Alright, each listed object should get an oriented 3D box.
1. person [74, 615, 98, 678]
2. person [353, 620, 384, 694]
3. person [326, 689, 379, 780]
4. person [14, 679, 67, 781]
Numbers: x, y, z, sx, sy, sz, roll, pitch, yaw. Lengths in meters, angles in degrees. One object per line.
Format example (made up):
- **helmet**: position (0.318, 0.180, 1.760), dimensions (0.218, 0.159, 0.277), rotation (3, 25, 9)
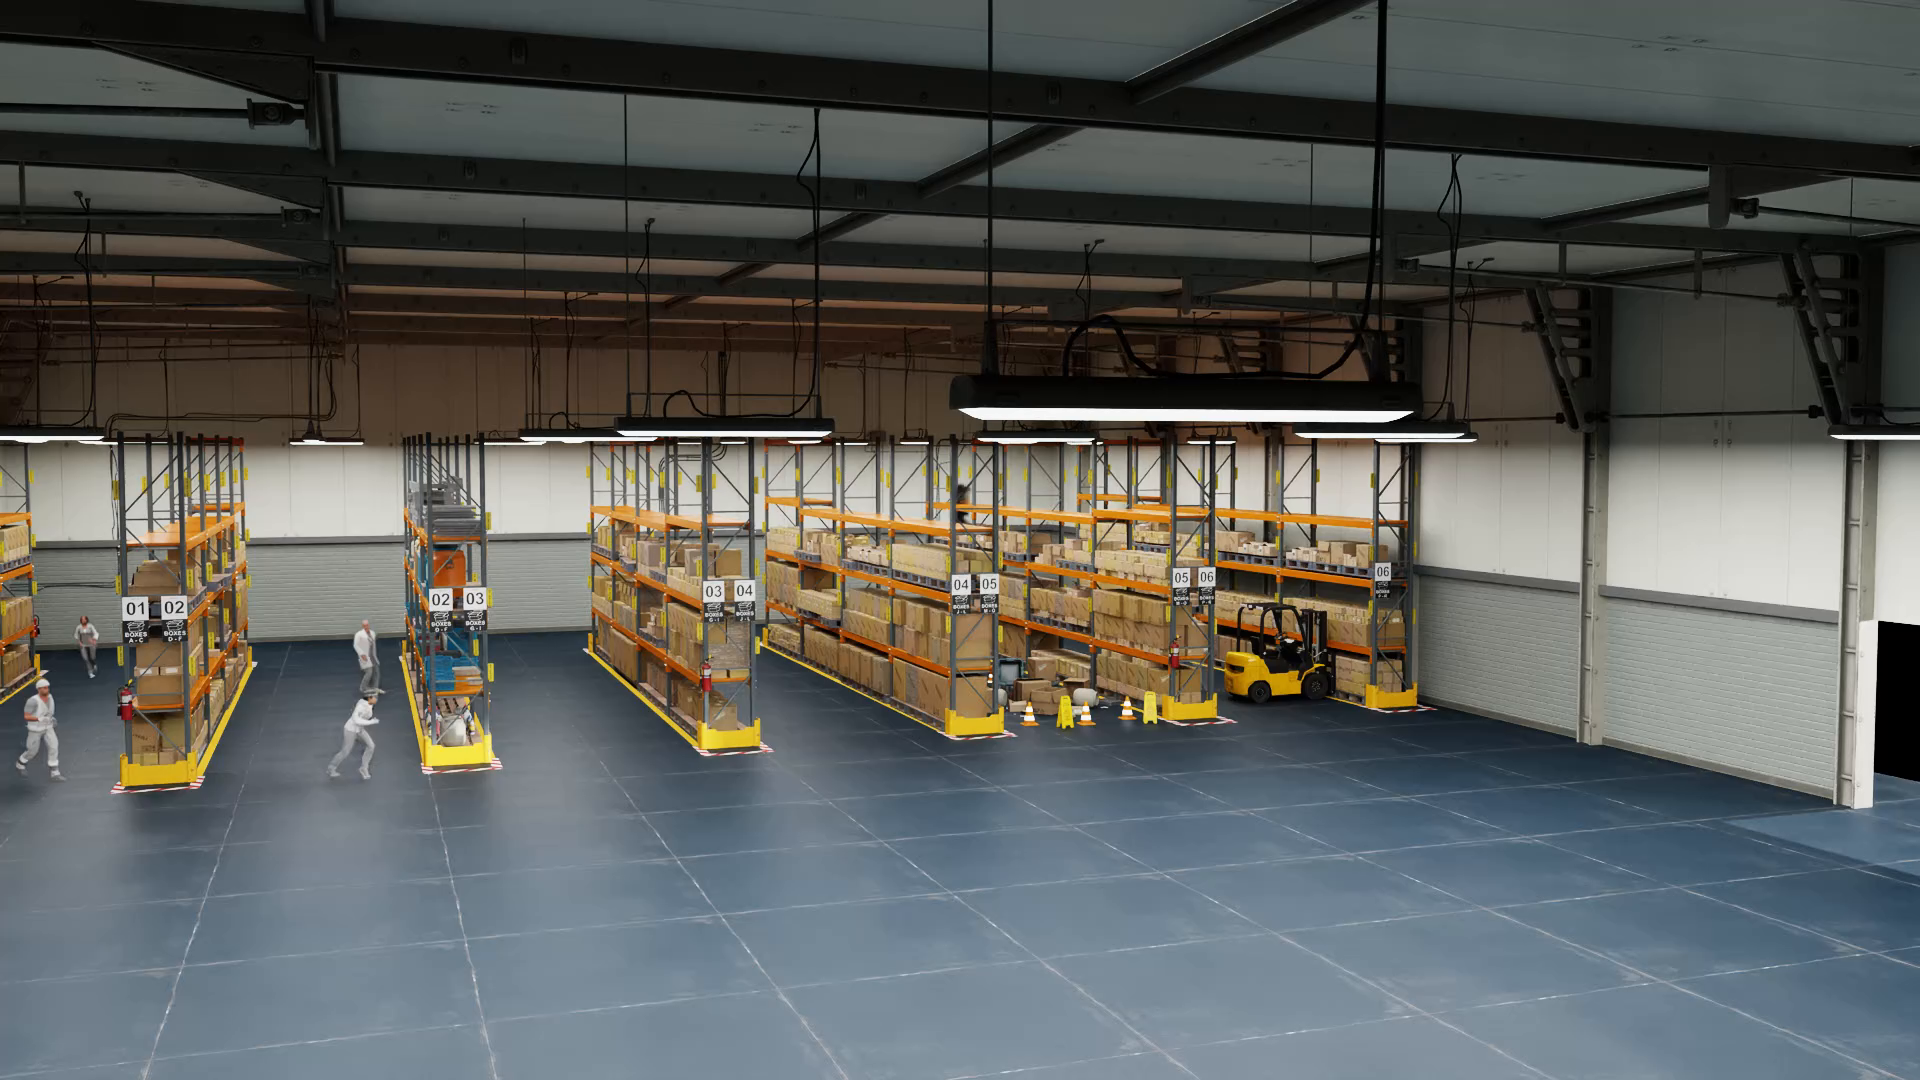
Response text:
- **person**: position (-21.847, 2.656, 41.575), dimensions (0.539, 1.563, 0.558), rotation (-1, 3, -24)
- **person**: position (-13.729, 2.727, 38.550), dimensions (0.597, 1.749, 0.731), rotation (2, 4, 29)
- **person**: position (-10.480, 3.373, 28.743), dimensions (0.948, 1.602, 0.654), rotation (0, 3, 2)
- **person**: position (-15.709, 3.237, 28.353), dimensions (1.070, 1.749, 0.643), rotation (2, 4, 25)
